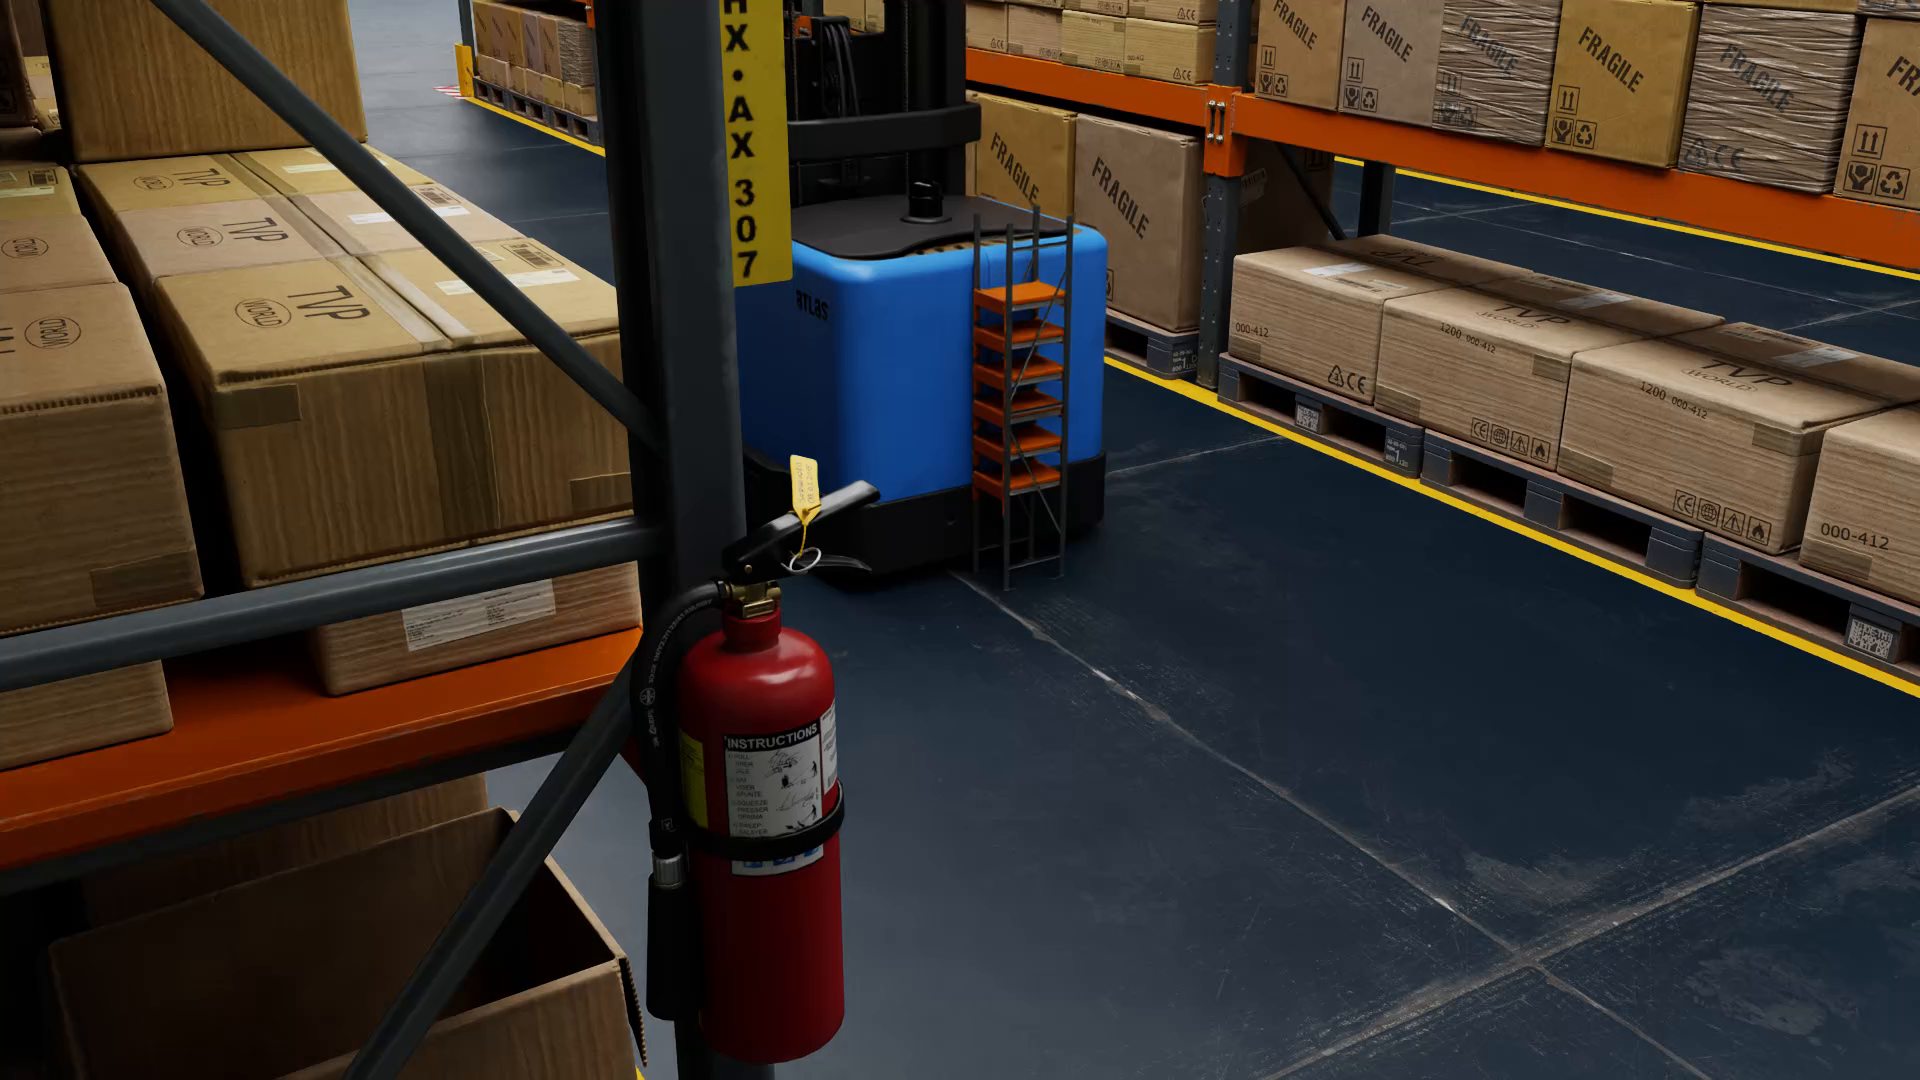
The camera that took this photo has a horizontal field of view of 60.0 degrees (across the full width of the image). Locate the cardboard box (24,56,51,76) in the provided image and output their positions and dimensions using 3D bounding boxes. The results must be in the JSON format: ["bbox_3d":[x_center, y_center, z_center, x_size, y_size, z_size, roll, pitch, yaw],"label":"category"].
[{"bbox_3d":[-2.265,-1.164,4.497,0.500,0.250,0.500,-12,25,-27],"label":"cardboard box"}]

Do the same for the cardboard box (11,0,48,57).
[{"bbox_3d":[-2.790,-1.655,5.208,0.700,0.500,0.500,-12,25,-27],"label":"cardboard box"}]

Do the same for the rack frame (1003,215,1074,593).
[{"bbox_3d":[0.242,-0.409,5.224,0.240,1.200,0.006,-13,26,-29],"label":"rack frame"}]

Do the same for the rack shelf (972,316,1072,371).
[{"bbox_3d":[0.194,-0.619,5.222,0.258,0.103,0.180,-13,26,-29],"label":"rack shelf"}]

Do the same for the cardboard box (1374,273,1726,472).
[{"bbox_3d":[2.216,-0.664,6.307,0.875,0.438,0.875,-13,26,-30],"label":"cardboard box"}]

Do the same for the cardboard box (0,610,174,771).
[{"bbox_3d":[-1.092,0.141,1.813,0.380,0.149,0.250,-13,25,-29],"label":"cardboard box"}]

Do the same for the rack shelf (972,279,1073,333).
[{"bbox_3d":[0.194,-0.730,5.177,0.258,0.103,0.180,-13,26,-29],"label":"rack shelf"}]

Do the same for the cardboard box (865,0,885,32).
[{"bbox_3d":[-0.202,-3.026,9.471,0.500,0.250,0.500,-13,26,-30],"label":"cardboard box"}]

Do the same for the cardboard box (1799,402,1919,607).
[{"bbox_3d":[3.150,-0.077,4.863,0.875,0.438,0.875,-14,26,-30],"label":"cardboard box"}]

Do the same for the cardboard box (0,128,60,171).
[{"bbox_3d":[-1.933,-0.583,3.067,0.500,0.250,0.500,-13,25,-28],"label":"cardboard box"}]

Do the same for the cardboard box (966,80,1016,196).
[{"bbox_3d":[0.220,-2.146,9.372,0.875,0.875,0.875,-12,25,-28],"label":"cardboard box"}]

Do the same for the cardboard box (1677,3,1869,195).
[{"bbox_3d":[2.585,-1.357,5.033,0.500,0.500,0.500,-12,25,-27],"label":"cardboard box"}]

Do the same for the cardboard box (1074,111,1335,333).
[{"bbox_3d":[1.145,-1.566,7.944,0.875,0.875,0.875,-12,25,-27],"label":"cardboard box"}]

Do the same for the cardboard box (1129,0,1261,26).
[{"bbox_3d":[1.096,-2.428,7.337,0.500,0.250,0.500,-13,25,-28],"label":"cardboard box"}]

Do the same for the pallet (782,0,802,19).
[{"bbox_3d":[-0.969,-3.586,10.906,1.213,0.211,1.003,-13,25,-28],"label":"pallet"}]

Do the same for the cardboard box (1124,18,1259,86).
[{"bbox_3d":[1.084,-2.197,7.433,0.500,0.250,0.500,-13,26,-29],"label":"cardboard box"}]

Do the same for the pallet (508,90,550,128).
[{"bbox_3d":[-3.557,-4.074,15.554,1.003,0.211,1.213,-13,25,-28],"label":"pallet"}]

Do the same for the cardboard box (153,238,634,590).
[{"bbox_3d":[-0.692,-0.186,2.090,0.500,0.250,0.500,-12,25,-28],"label":"cardboard box"}]

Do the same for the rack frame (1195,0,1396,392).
[{"bbox_3d":[1.530,-2.170,7.167,1.000,3.000,0.127,-13,25,-28],"label":"rack frame"}]

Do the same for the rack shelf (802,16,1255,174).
[{"bbox_3d":[0.509,-2.484,8.895,1.077,0.370,4.000,-13,25,-28],"label":"rack shelf"}]

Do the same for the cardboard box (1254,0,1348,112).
[{"bbox_3d":[1.545,-2.014,6.650,0.500,0.500,0.500,-12,25,-27],"label":"cardboard box"}]

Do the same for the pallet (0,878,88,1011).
[{"bbox_3d":[-1.758,0.696,3.820,1.003,0.211,1.213,-13,25,-28],"label":"pallet"}]

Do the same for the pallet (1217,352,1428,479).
[{"bbox_3d":[1.851,-0.617,7.049,1.003,0.211,1.213,-13,25,-28],"label":"pallet"}]

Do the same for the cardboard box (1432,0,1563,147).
[{"bbox_3d":[2.047,-1.688,5.848,0.500,0.500,0.500,-12,25,-28],"label":"cardboard box"}]

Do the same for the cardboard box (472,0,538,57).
[{"bbox_3d":[-4.413,-5.001,16.229,0.500,0.500,0.500,-14,26,-30],"label":"cardboard box"}]

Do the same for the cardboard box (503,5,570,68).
[{"bbox_3d":[-3.893,-4.668,15.412,0.500,0.500,0.500,-12,25,-27],"label":"cardboard box"}]

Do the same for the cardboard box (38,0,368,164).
[{"bbox_3d":[-1.459,-1.019,3.144,0.500,0.500,0.500,-12,25,-27],"label":"cardboard box"}]

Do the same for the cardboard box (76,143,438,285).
[{"bbox_3d":[-1.212,-0.513,2.894,0.500,0.250,0.500,-13,26,-29],"label":"cardboard box"}]

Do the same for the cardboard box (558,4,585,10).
[{"bbox_3d":[-3.445,-4.781,15.687,0.500,0.500,0.500,-13,26,-29],"label":"cardboard box"}]

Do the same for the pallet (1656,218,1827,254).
[{"bbox_3d":[5.335,-2.115,10.734,1.003,0.211,1.213,-13,25,-28],"label":"pallet"}]

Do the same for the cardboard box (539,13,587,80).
[{"bbox_3d":[-3.351,-4.332,14.584,0.500,0.500,0.500,-12,25,-27],"label":"cardboard box"}]

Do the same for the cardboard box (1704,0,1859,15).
[{"bbox_3d":[2.580,-1.819,4.843,0.500,0.500,0.500,-13,25,-29],"label":"cardboard box"}]

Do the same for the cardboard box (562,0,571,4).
[{"bbox_3d":[-3.595,-5.226,15.922,0.380,0.149,0.250,-12,25,-27],"label":"cardboard box"}]

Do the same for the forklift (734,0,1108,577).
[{"bbox_3d":[-0.699,-1.746,6.214,1.130,2.935,3.031,-13,26,-29],"label":"forklift"}]

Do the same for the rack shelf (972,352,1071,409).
[{"bbox_3d":[0.194,-0.508,5.267,0.258,0.103,0.180,-13,26,-29],"label":"rack shelf"}]

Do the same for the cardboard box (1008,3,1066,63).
[{"bbox_3d":[0.584,-2.529,8.250,0.500,0.250,0.500,-13,26,-30],"label":"cardboard box"}]

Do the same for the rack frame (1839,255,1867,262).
[{"bbox_3d":[5.734,-3.155,9.590,1.000,3.000,0.127,-13,25,-28],"label":"rack frame"}]

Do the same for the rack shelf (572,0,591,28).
[{"bbox_3d":[-3.578,-5.074,15.266,1.077,0.370,4.000,-13,25,-28],"label":"rack shelf"}]

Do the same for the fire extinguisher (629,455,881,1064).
[{"bbox_3d":[-0.219,0.248,1.816,0.296,0.674,0.183,-13,25,-28],"label":"fire extinguisher"}]

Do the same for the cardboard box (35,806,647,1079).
[{"bbox_3d":[-0.923,0.826,2.552,0.797,0.503,0.637,-14,26,-30],"label":"cardboard box"}]

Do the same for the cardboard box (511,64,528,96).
[{"bbox_3d":[-3.881,-4.320,15.550,0.500,0.250,0.500,-11,24,-25],"label":"cardboard box"}]

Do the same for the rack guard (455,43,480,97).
[{"bbox_3d":[-4.561,-4.872,17.134,1.175,0.500,0.348,-13,25,-28],"label":"rack guard"}]

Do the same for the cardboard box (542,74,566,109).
[{"bbox_3d":[-3.370,-3.991,14.740,0.500,0.250,0.500,-13,26,-30],"label":"cardboard box"}]

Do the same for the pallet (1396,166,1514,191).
[{"bbox_3d":[4.089,-2.905,12.677,1.003,0.211,1.213,-13,25,-28],"label":"pallet"}]

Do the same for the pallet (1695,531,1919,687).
[{"bbox_3d":[3.098,0.173,5.106,1.003,0.211,1.213,-13,25,-28],"label":"pallet"}]

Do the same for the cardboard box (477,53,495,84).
[{"bbox_3d":[-4.425,-4.661,16.389,0.500,0.250,0.500,-13,25,-29],"label":"cardboard box"}]

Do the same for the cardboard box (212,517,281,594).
[{"bbox_3d":[-0.794,-0.035,2.249,0.380,0.149,0.250,-12,25,-27],"label":"cardboard box"}]

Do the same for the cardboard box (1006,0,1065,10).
[{"bbox_3d":[0.564,-2.755,8.141,0.500,0.250,0.500,-12,25,-27],"label":"cardboard box"}]

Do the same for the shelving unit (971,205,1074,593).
[{"bbox_3d":[0.194,-0.438,5.296,0.258,1.200,0.189,-13,26,-29],"label":"shelving unit"}]

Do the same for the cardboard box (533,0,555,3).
[{"bbox_3d":[-3.966,-5.114,16.507,0.500,0.500,0.500,-12,25,-28],"label":"cardboard box"}]

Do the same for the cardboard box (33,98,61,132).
[{"bbox_3d":[-1.753,-0.841,3.702,0.500,0.250,0.500,-13,25,-29],"label":"cardboard box"}]

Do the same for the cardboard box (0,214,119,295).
[{"bbox_3d":[-1.417,-0.253,2.253,0.500,0.250,0.500,-13,25,-28],"label":"cardboard box"}]

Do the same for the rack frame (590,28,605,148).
[{"bbox_3d":[-2.556,-4.760,13.538,1.000,3.000,0.127,-13,25,-28],"label":"rack frame"}]
